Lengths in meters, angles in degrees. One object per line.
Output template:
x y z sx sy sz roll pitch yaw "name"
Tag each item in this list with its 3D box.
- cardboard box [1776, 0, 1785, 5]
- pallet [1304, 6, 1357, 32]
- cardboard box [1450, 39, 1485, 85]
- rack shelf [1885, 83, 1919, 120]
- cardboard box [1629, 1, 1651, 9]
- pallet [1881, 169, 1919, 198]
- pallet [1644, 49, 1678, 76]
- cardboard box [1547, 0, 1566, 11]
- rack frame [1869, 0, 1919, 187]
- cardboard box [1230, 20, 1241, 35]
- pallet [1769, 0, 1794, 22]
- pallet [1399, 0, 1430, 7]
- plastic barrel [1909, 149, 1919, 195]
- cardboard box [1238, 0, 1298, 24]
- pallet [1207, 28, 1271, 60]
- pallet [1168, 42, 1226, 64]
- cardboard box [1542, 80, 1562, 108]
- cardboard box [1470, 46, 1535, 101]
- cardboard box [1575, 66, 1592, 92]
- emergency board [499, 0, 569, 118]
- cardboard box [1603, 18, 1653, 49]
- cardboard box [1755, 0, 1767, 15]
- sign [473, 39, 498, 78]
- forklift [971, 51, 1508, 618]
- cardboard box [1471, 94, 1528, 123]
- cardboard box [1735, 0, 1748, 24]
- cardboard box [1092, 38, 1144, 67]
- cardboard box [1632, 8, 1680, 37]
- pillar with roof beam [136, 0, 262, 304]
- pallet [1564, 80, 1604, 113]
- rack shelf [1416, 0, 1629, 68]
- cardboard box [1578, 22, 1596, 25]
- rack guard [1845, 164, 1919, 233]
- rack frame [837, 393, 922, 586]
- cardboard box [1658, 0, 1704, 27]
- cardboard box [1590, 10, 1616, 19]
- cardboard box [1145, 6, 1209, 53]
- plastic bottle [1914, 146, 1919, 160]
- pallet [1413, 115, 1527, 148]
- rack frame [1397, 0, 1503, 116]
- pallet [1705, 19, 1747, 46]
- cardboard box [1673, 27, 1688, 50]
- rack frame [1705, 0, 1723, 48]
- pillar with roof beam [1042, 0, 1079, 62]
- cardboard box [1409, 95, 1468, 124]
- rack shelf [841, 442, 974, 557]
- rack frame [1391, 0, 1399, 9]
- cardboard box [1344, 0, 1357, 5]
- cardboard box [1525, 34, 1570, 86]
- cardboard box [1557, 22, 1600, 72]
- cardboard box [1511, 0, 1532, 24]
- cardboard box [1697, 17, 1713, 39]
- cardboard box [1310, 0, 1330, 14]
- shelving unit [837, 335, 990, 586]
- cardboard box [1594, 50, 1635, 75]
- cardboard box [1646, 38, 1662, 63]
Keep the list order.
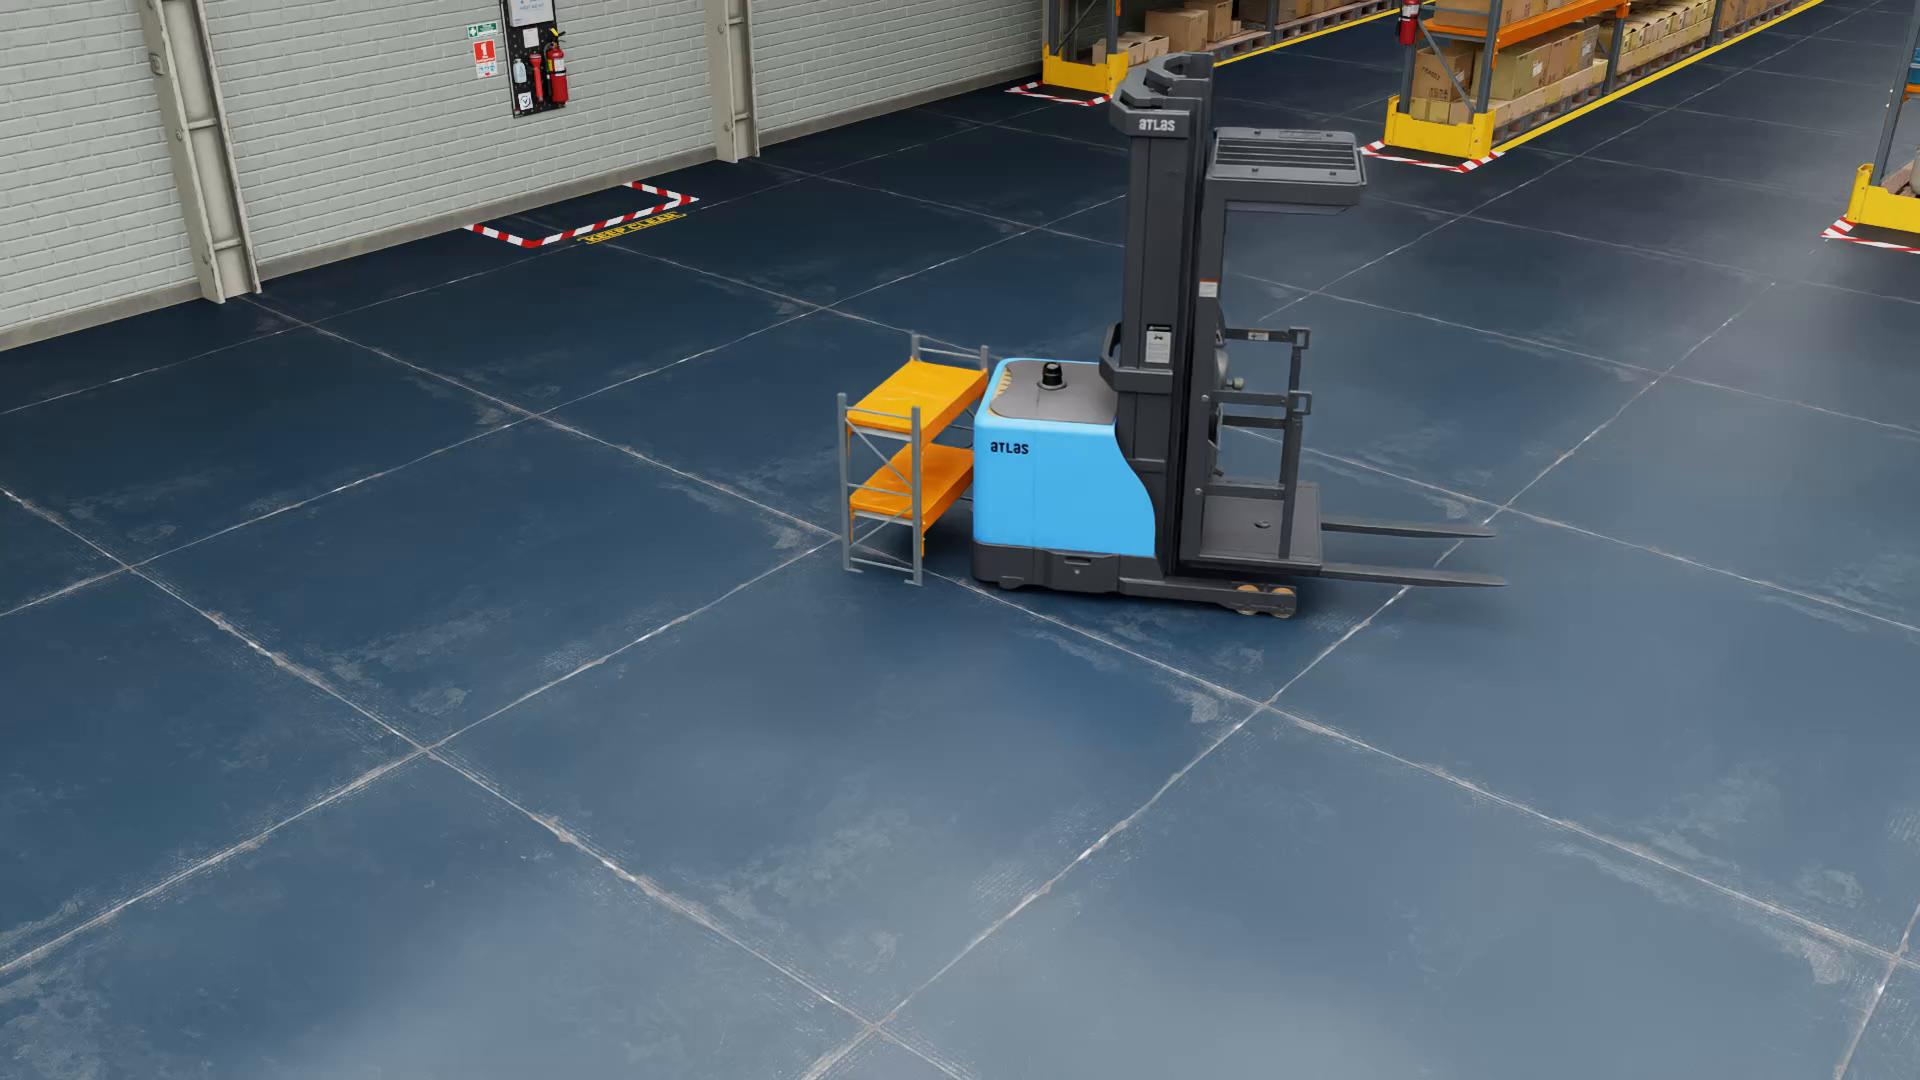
12.614 -8.670 25.986 0.500 0.500 0.500 21 34 35 "cardboard box"
5.384 -8.099 25.675 1.003 0.211 1.213 21 34 34 "pallet"
6.131 -5.696 19.715 0.500 0.500 0.500 21 34 34 "cardboard box"
10.486 -4.702 16.858 1.077 0.370 4.000 21 34 34 "rack shelf"
9.269 -7.344 23.106 0.500 0.311 0.500 20 33 33 "cardboard box"
9.747 -3.401 16.595 1.003 0.211 1.213 21 34 34 "pallet"
9.153 -6.649 22.872 1.003 0.211 1.213 21 34 34 "pallet"
6.684 -6.518 19.475 0.700 0.500 0.500 22 35 36 "cardboard box"
9.214 -4.313 15.322 1.000 3.000 0.127 21 34 34 "rack frame"
3.797 -7.365 23.827 0.380 0.166 0.250 16 31 28 "cardboard box"
12.539 -8.478 26.409 1.003 0.211 1.213 21 34 34 "pallet"
7.218 -9.064 27.540 1.003 0.211 1.213 21 34 34 "pallet"
9.574 -3.650 16.291 0.421 0.512 0.421 0 27 0 "plastic barrel"
4.569 -7.977 24.648 0.700 0.500 0.500 22 35 36 "cardboard box"
3.714 -7.139 23.821 1.003 0.211 1.213 21 34 34 "pallet"
2.938 -6.705 22.981 1.003 0.211 1.213 21 34 34 "pallet"
6.863 -5.383 19.927 0.500 0.250 0.500 21 34 34 "cardboard box"
6.224 -5.363 19.072 0.500 0.500 0.500 21 34 34 "cardboard box"
7.487 -5.742 20.621 0.500 0.250 0.500 21 34 34 "cardboard box"
-4.070 -4.717 16.103 0.194 1.169 0.643 21 34 34 "emergency board"
8.716 -6.644 21.753 0.500 0.311 0.500 20 34 34 "cardboard box"
11.973 -8.311 25.293 0.500 0.500 0.500 19 33 33 "cardboard box"
-4.502 -4.567 15.774 0.001 0.329 0.234 21 34 34 "sign"
1.629 -1.127 9.238 3.031 2.935 1.130 5 28 9 "forklift"
6.222 -5.030 19.245 0.500 0.250 0.500 21 34 34 "cardboard box"
11.322 -7.948 24.592 0.500 0.500 0.500 19 33 33 "cardboard box"
2.079 -6.428 21.859 0.500 0.311 0.500 17 32 29 "cardboard box"
9.371 -7.013 22.468 0.500 0.311 0.500 22 34 36 "cardboard box"
-2.964 -4.861 9.853 9.100 9.000 0.400 21 34 34 "pillar with roof beam"
7.401 -5.672 20.984 1.003 0.211 1.213 21 34 34 "pallet"
6.667 -6.151 19.659 1.077 0.370 4.000 21 34 34 "rack shelf"
7.975 -6.622 21.710 0.500 0.311 0.500 21 34 34 "cardboard box"
9.226 -3.243 15.975 1.175 0.500 0.348 21 34 34 "rack guard"
-0.457 -0.282 9.571 0.500 1.125 0.032 11 29 20 "rack frame"
10.014 -7.369 23.154 0.500 0.311 0.500 20 34 34 "cardboard box"
8.620 -6.984 22.411 0.500 0.311 0.500 21 34 34 "cardboard box"
2.947 -6.960 22.681 0.700 0.500 0.500 18 33 31 "cardboard box"
10.044 -4.045 17.370 0.097 0.201 0.097 0 27 0 "plastic bottle"
5.849 -4.807 19.311 1.003 0.211 1.213 21 34 34 "pallet"
5.394 -5.762 18.123 1.000 3.000 0.127 21 34 34 "rack frame"
10.987 -7.613 24.737 1.003 0.211 1.213 21 34 34 "pallet"
9.689 -6.944 22.945 0.500 0.250 0.500 22 34 36 "cardboard box"
10.483 -8.598 23.606 1.000 3.000 0.127 21 34 34 "rack frame"
4.669 -9.116 18.077 9.100 9.000 0.400 21 34 34 "pillar with roof beam"
5.508 -5.003 19.193 0.500 0.250 0.500 21 34 34 "cardboard box"
-0.260 -0.280 10.100 0.538 0.278 1.000 11 29 20 "rack shelf"
6.658 -10.045 26.402 1.000 3.000 0.127 21 34 34 "rack frame"
5.823 -8.711 26.065 0.700 0.500 0.500 21 34 34 "cardboard box"
6.863 -5.716 19.754 0.500 0.500 0.500 21 34 34 "cardboard box"
7.485 -6.076 20.450 0.500 0.500 0.500 21 34 34 "cardboard box"
6.032 -6.155 18.775 0.700 0.500 0.500 22 34 36 "cardboard box"
10.337 -7.306 23.643 0.500 0.250 0.500 22 34 36 "cardboard box"
5.215 -8.344 25.357 0.700 0.500 0.500 21 34 35 "cardboard box"
-0.260 -0.497 9.987 0.538 1.125 1.048 11 29 20 "shelving unit"
8.386 -6.216 21.536 0.500 0.250 0.500 20 33 33 "cardboard box"
9.040 -6.581 22.242 0.500 0.250 0.500 20 33 33 "cardboard box"
